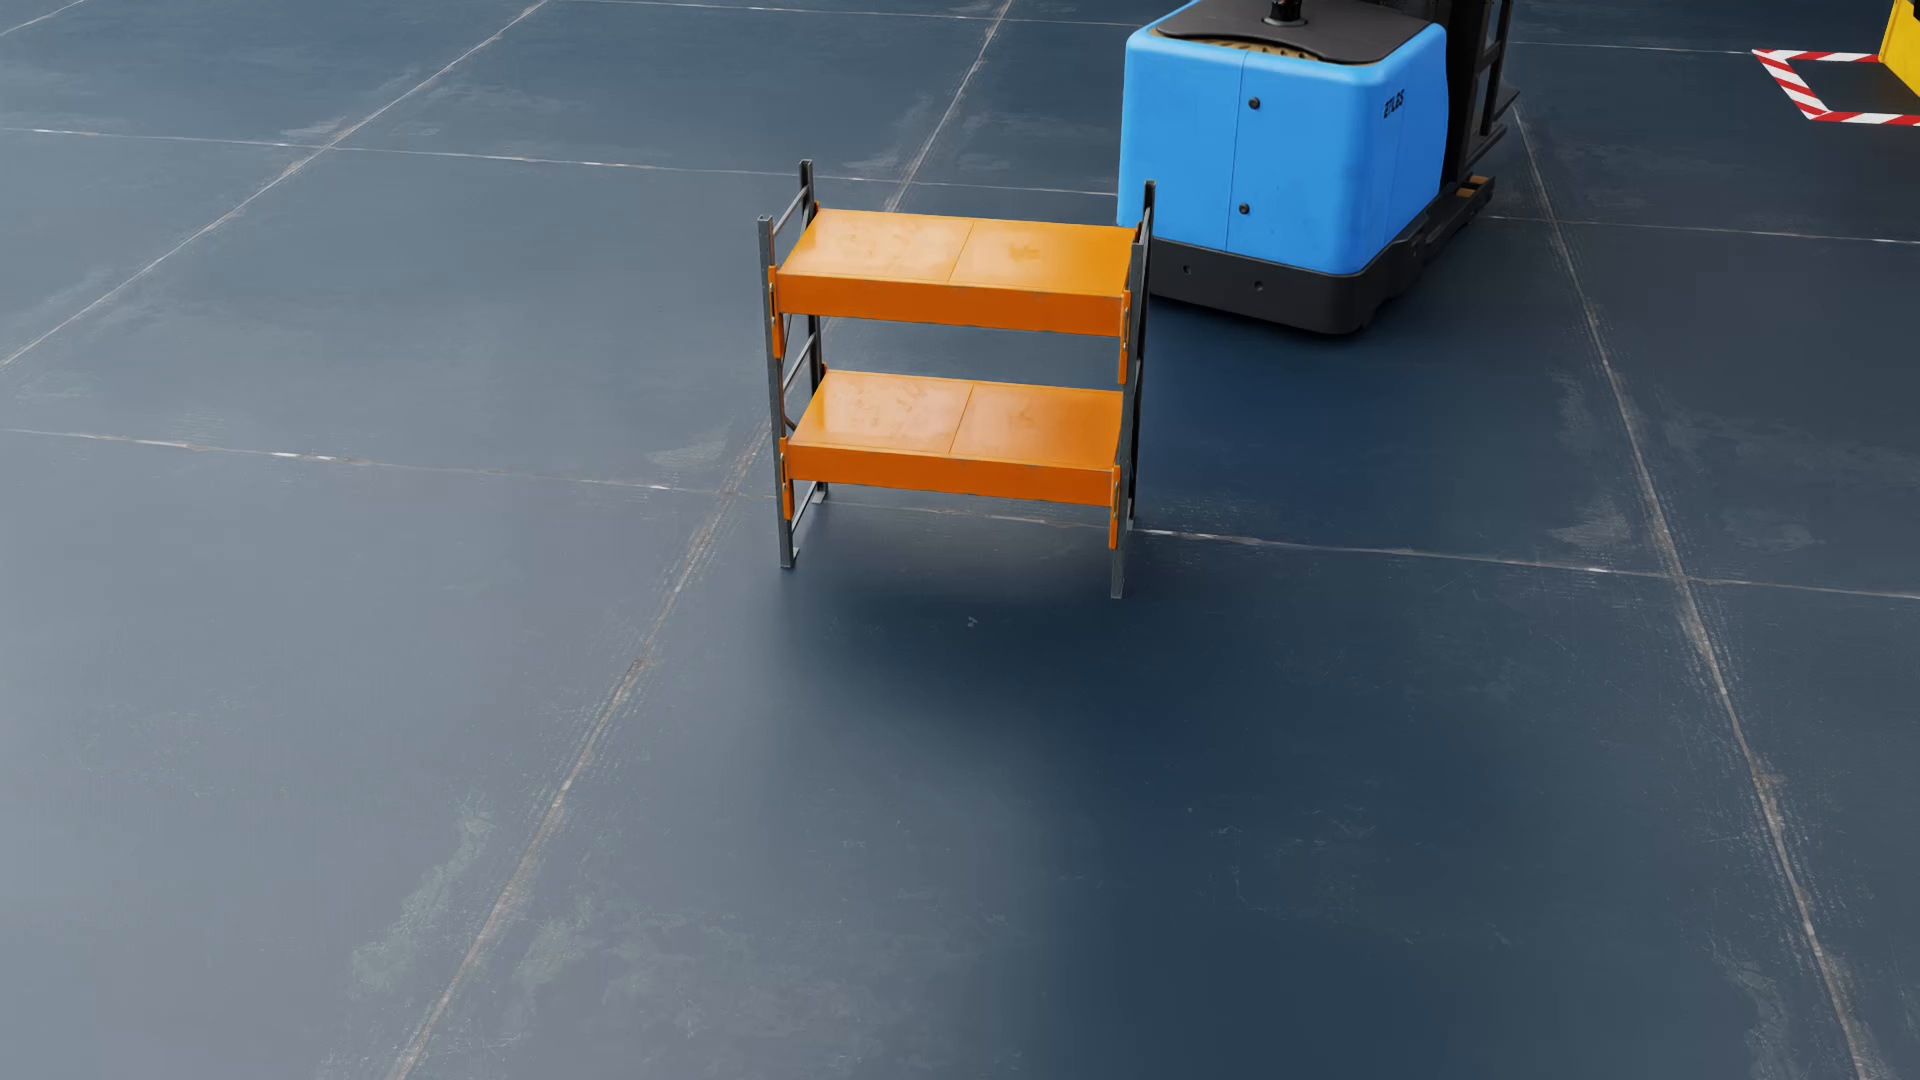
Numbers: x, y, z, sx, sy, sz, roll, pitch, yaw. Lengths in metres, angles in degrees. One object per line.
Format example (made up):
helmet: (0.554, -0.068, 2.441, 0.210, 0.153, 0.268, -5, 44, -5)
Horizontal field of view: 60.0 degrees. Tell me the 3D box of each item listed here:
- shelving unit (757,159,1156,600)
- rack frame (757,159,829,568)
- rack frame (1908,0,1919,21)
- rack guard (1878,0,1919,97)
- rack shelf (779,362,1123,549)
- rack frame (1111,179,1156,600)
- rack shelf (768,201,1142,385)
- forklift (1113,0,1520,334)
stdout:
shelving unit: (0.007, -0.476, 4.951, 1.048, 1.125, 0.538, 5, 32, 8)
rack frame: (-0.494, -0.522, 5.023, 0.032, 1.125, 0.500, 5, 32, 8)
rack frame: (5.381, -3.782, 8.466, 0.127, 3.000, 1.000, 5, 32, 8)
rack guard: (5.464, -2.741, 9.157, 0.348, 0.500, 1.175, 5, 32, 8)
rack shelf: (0.007, -0.269, 5.080, 1.000, 0.278, 0.538, 5, 32, 8)
rack frame: (0.508, -0.431, 4.878, 0.032, 1.125, 0.500, 5, 32, 8)
rack shelf: (0.007, -0.724, 4.795, 1.000, 0.278, 0.538, 5, 32, 8)
forklift: (1.806, -2.779, 6.928, 1.130, 2.935, 3.031, 18, 36, 26)
